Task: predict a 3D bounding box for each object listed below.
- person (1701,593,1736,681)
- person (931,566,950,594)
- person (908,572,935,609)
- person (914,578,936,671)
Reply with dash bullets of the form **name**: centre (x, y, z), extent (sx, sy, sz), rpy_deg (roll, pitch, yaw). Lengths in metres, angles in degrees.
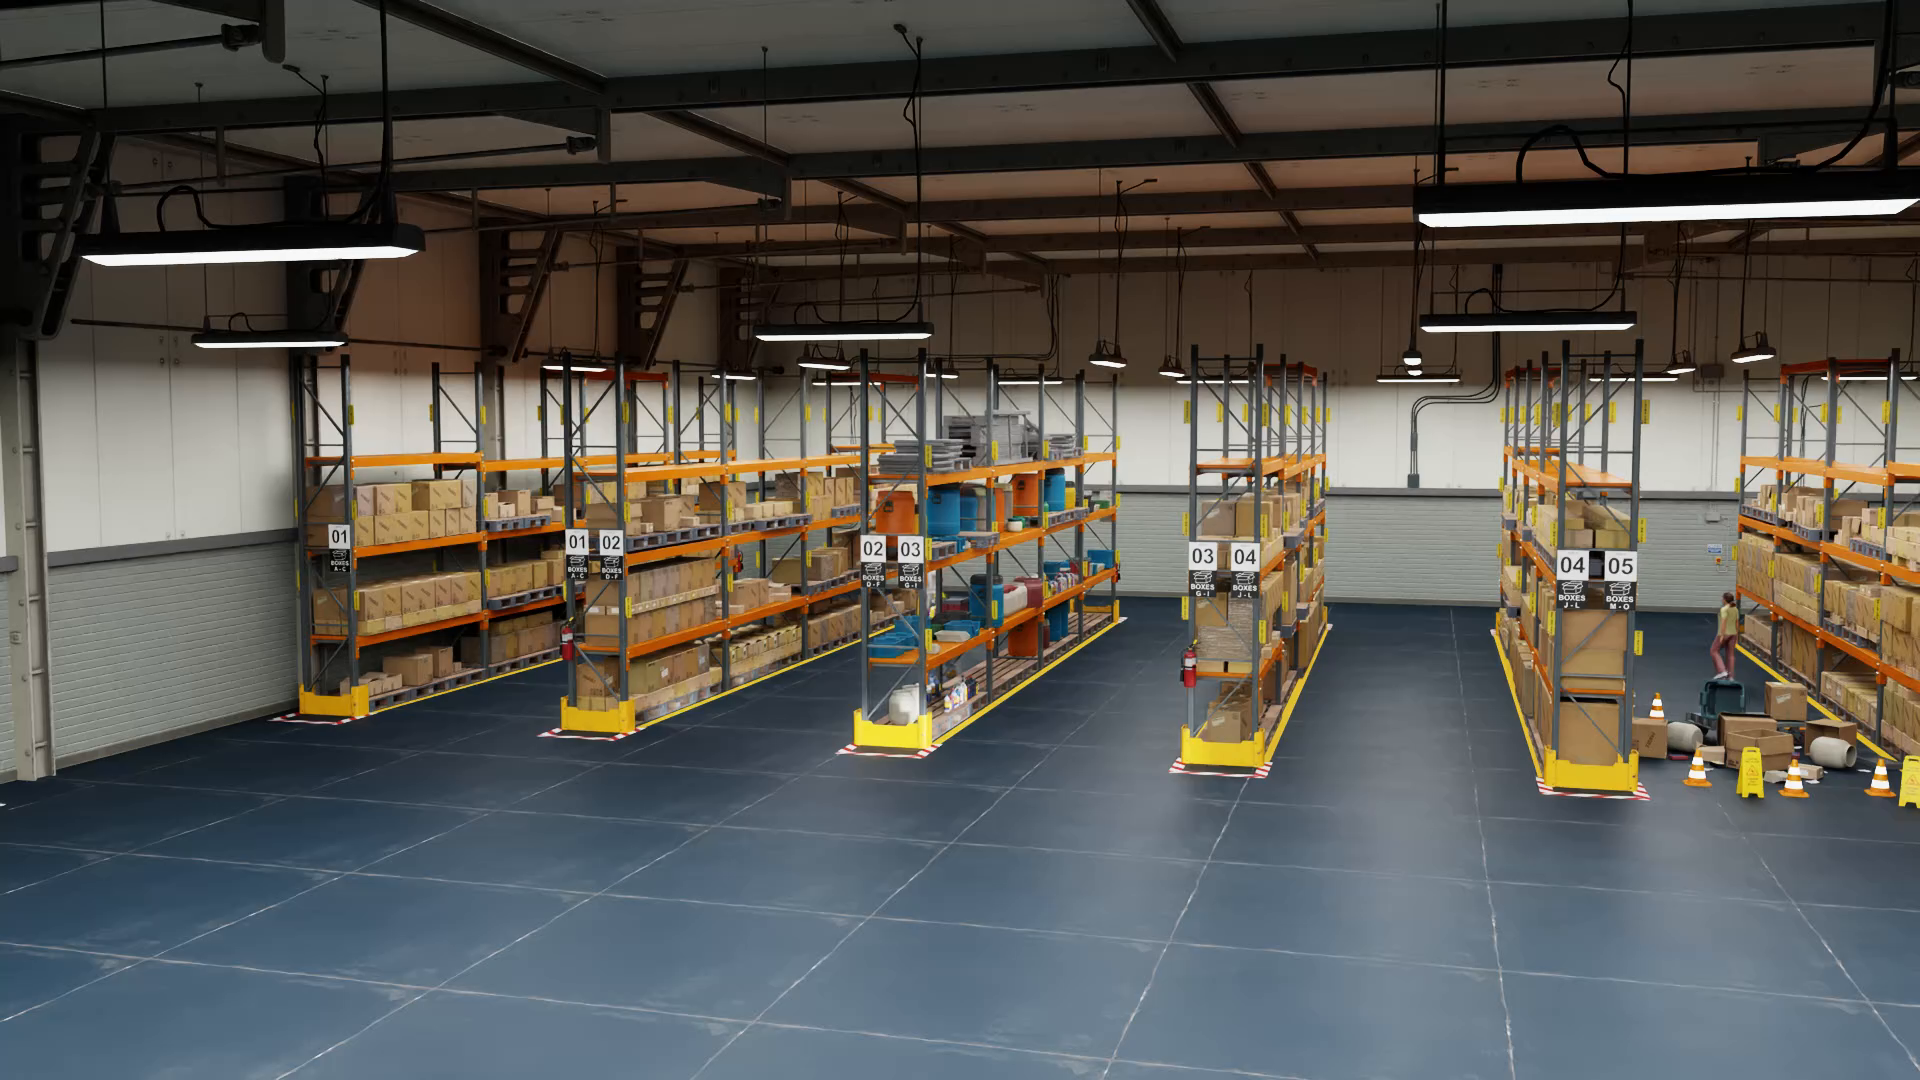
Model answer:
- **person**: centre (14.383, 1.821, 31.374), extent (0.476, 1.678, 0.561), rpy_deg (-4, 6, -40)
- **person**: centre (-0.609, 0.780, 44.459), extent (0.585, 1.736, 1.020), rpy_deg (-1, 4, -17)
- **person**: centre (-0.948, 1.239, 38.830), extent (0.693, 1.744, 0.934), rpy_deg (1, 4, 16)
- **person**: centre (-0.609, 1.626, 30.706), extent (0.608, 1.815, 0.461), rpy_deg (4, 6, 43)
